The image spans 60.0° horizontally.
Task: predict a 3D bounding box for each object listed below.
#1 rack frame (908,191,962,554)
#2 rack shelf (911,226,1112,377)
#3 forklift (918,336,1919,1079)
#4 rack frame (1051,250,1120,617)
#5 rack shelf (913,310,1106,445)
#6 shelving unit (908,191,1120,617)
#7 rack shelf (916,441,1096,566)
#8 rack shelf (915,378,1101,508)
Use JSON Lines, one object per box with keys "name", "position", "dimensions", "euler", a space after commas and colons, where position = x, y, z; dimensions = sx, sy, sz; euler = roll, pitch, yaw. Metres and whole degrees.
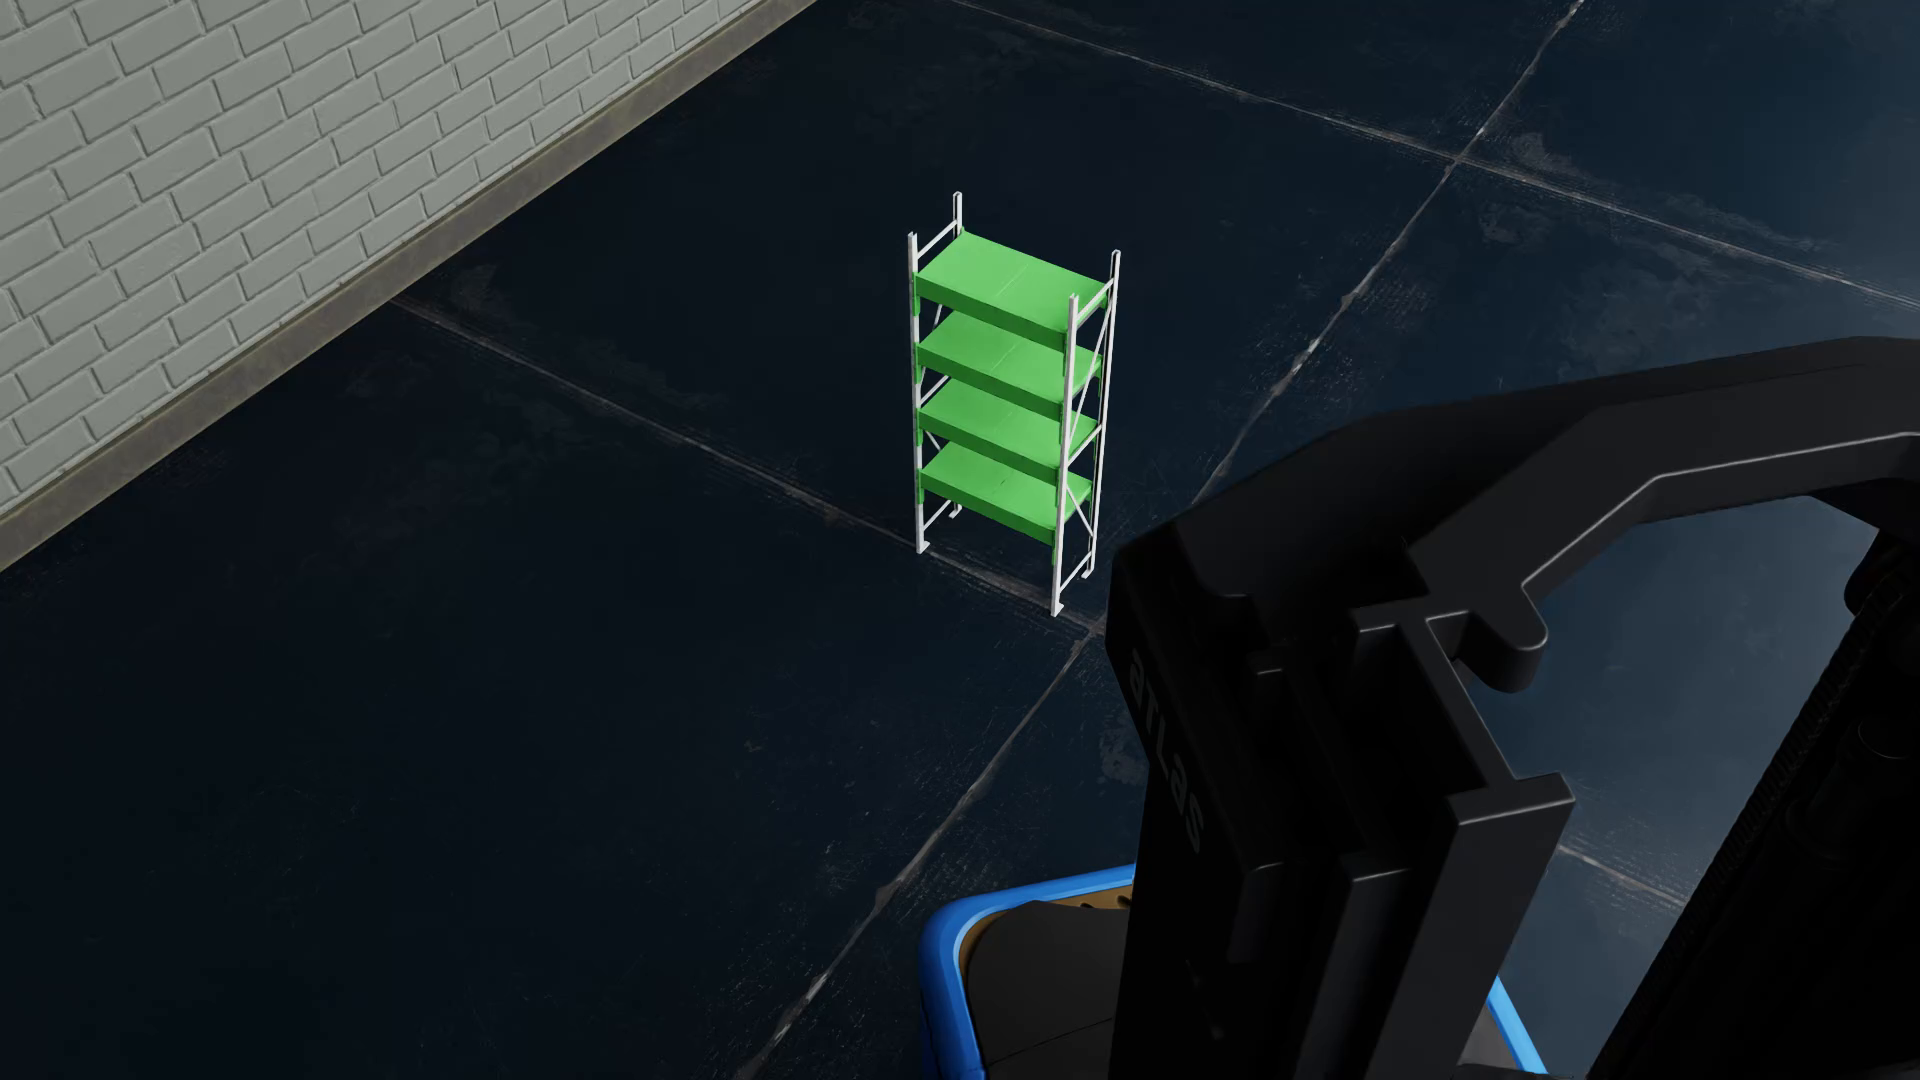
{"name": "rack frame", "position": [-0.066, -0.449, 4.849], "dimensions": [0.015, 1.200, 0.240], "euler": [25, 51, 22]}
{"name": "rack shelf", "position": [0.139, -0.644, 4.459], "dimensions": [0.480, 0.148, 0.258], "euler": [25, 51, 22]}
{"name": "forklift", "position": [0.738, 1.363, 1.882], "dimensions": [1.130, 2.935, 3.031], "euler": [-9, 47, -9]}
{"name": "rack frame", "position": [0.345, -0.260, 4.666], "dimensions": [0.015, 1.200, 0.240], "euler": [25, 51, 22]}
{"name": "rack shelf", "position": [0.139, -0.477, 4.631], "dimensions": [0.480, 0.148, 0.258], "euler": [25, 51, 22]}
{"name": "shelving unit", "position": [0.139, -0.354, 4.757], "dimensions": [0.503, 1.200, 0.258], "euler": [25, 51, 22]}
{"name": "rack shelf", "position": [0.139, -0.142, 4.975], "dimensions": [0.480, 0.148, 0.258], "euler": [25, 51, 22]}
{"name": "rack shelf", "position": [0.139, -0.310, 4.803], "dimensions": [0.480, 0.148, 0.258], "euler": [25, 51, 22]}
